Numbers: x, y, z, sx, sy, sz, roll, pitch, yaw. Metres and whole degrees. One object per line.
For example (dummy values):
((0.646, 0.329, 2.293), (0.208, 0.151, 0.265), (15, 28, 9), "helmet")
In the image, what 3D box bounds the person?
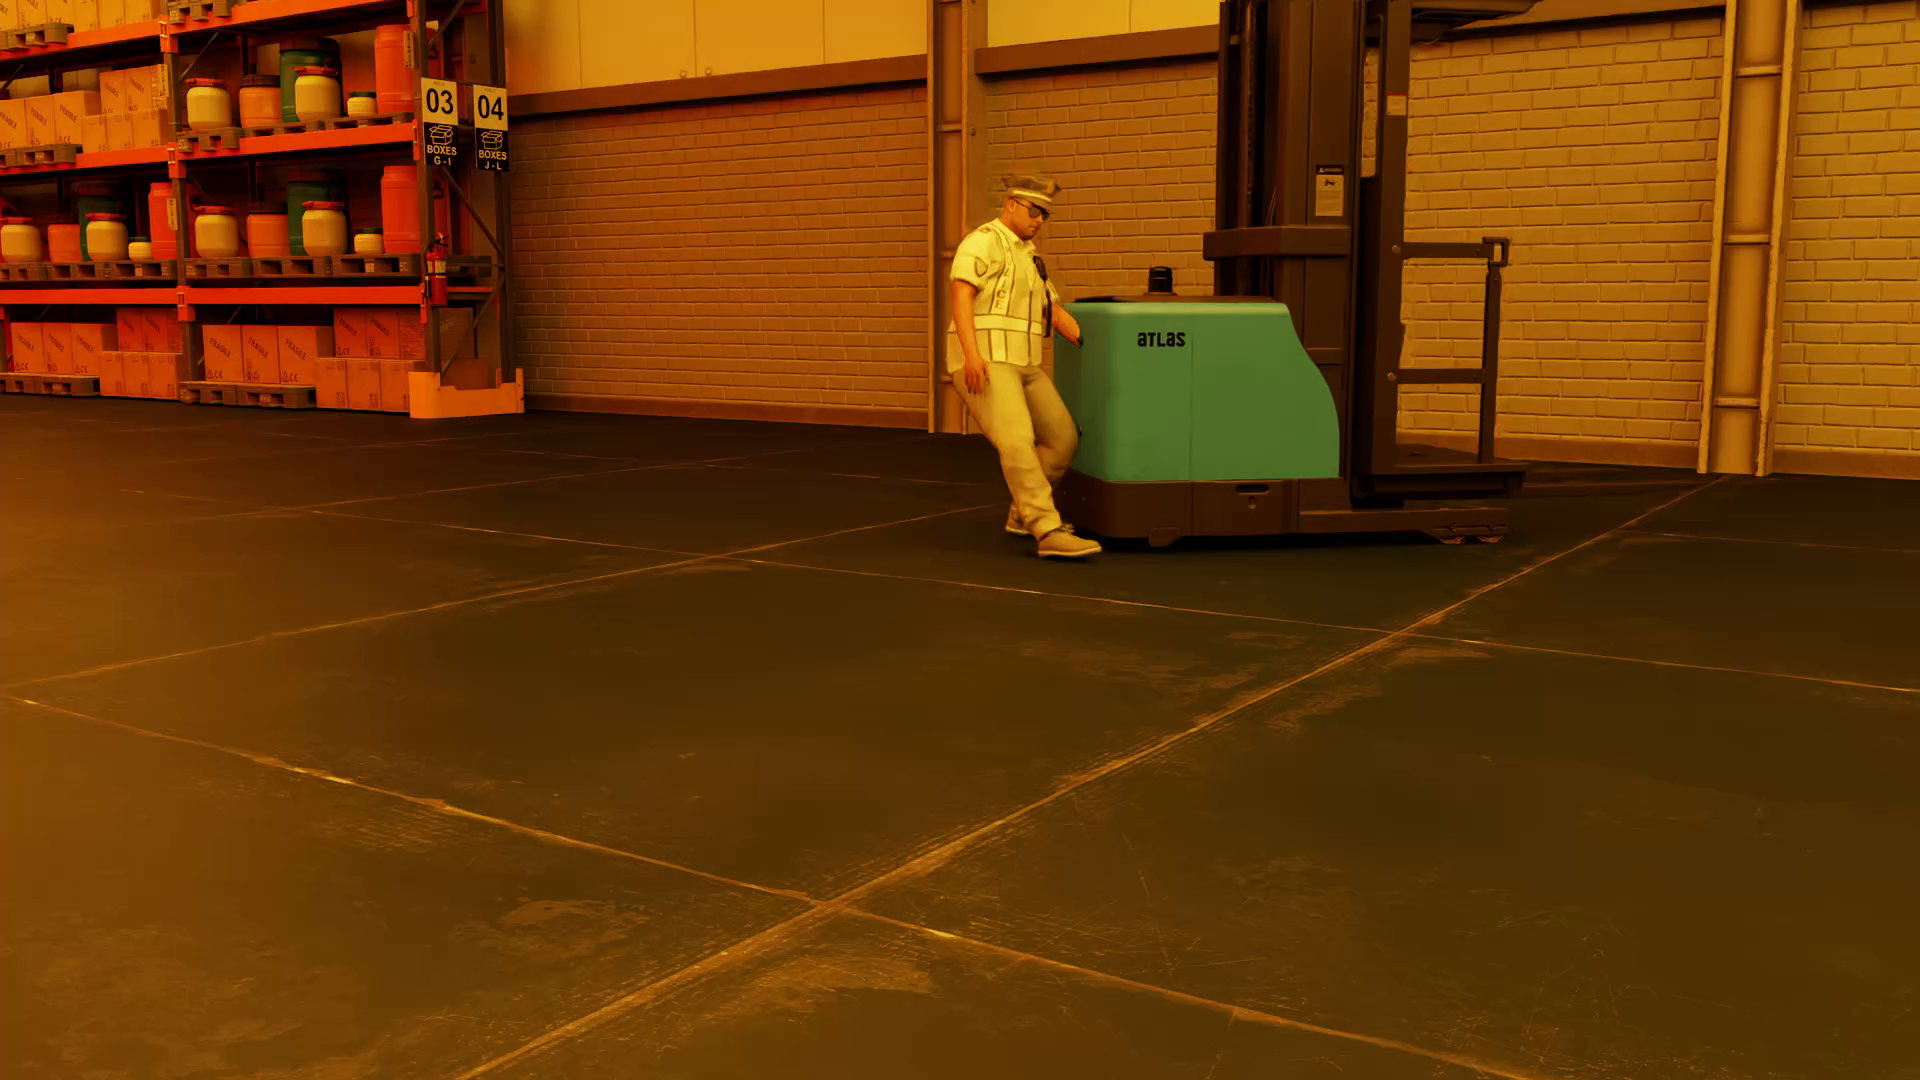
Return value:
((0.392, -0.765, 7.259), (0.868, 1.638, 0.782), (6, 10, 36), "person")

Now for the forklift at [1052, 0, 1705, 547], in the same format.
((2.002, -1.502, 7.753), (3.031, 2.935, 1.130), (-2, 8, -12), "forklift")
